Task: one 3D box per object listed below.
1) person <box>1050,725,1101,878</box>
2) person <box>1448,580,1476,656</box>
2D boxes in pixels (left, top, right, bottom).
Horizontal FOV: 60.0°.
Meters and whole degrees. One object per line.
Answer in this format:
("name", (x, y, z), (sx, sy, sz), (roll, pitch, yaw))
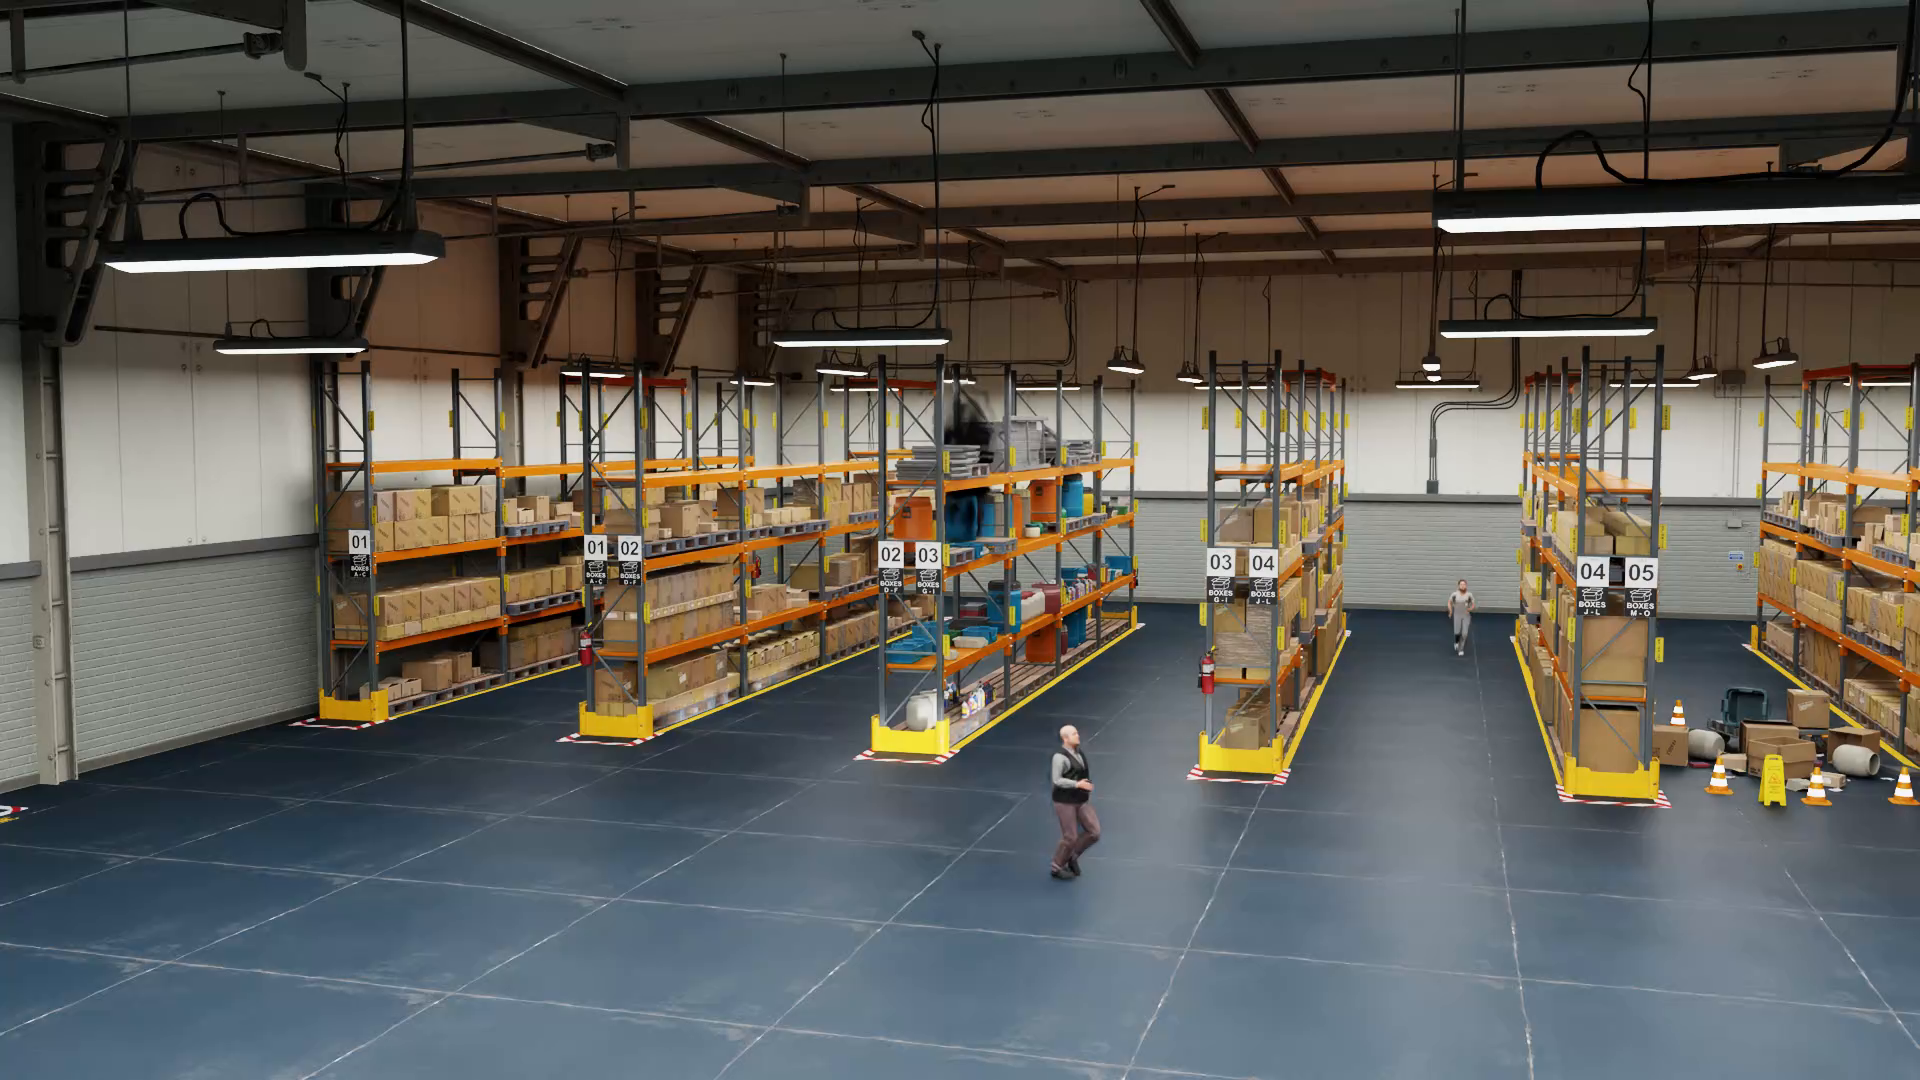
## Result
("person", (1.271, 2.857, 18.092), (0.638, 1.686, 0.638), (3, 5, 38))
("person", (10.695, 1.656, 35.458), (0.568, 1.626, 0.560), (1, 4, 14))
